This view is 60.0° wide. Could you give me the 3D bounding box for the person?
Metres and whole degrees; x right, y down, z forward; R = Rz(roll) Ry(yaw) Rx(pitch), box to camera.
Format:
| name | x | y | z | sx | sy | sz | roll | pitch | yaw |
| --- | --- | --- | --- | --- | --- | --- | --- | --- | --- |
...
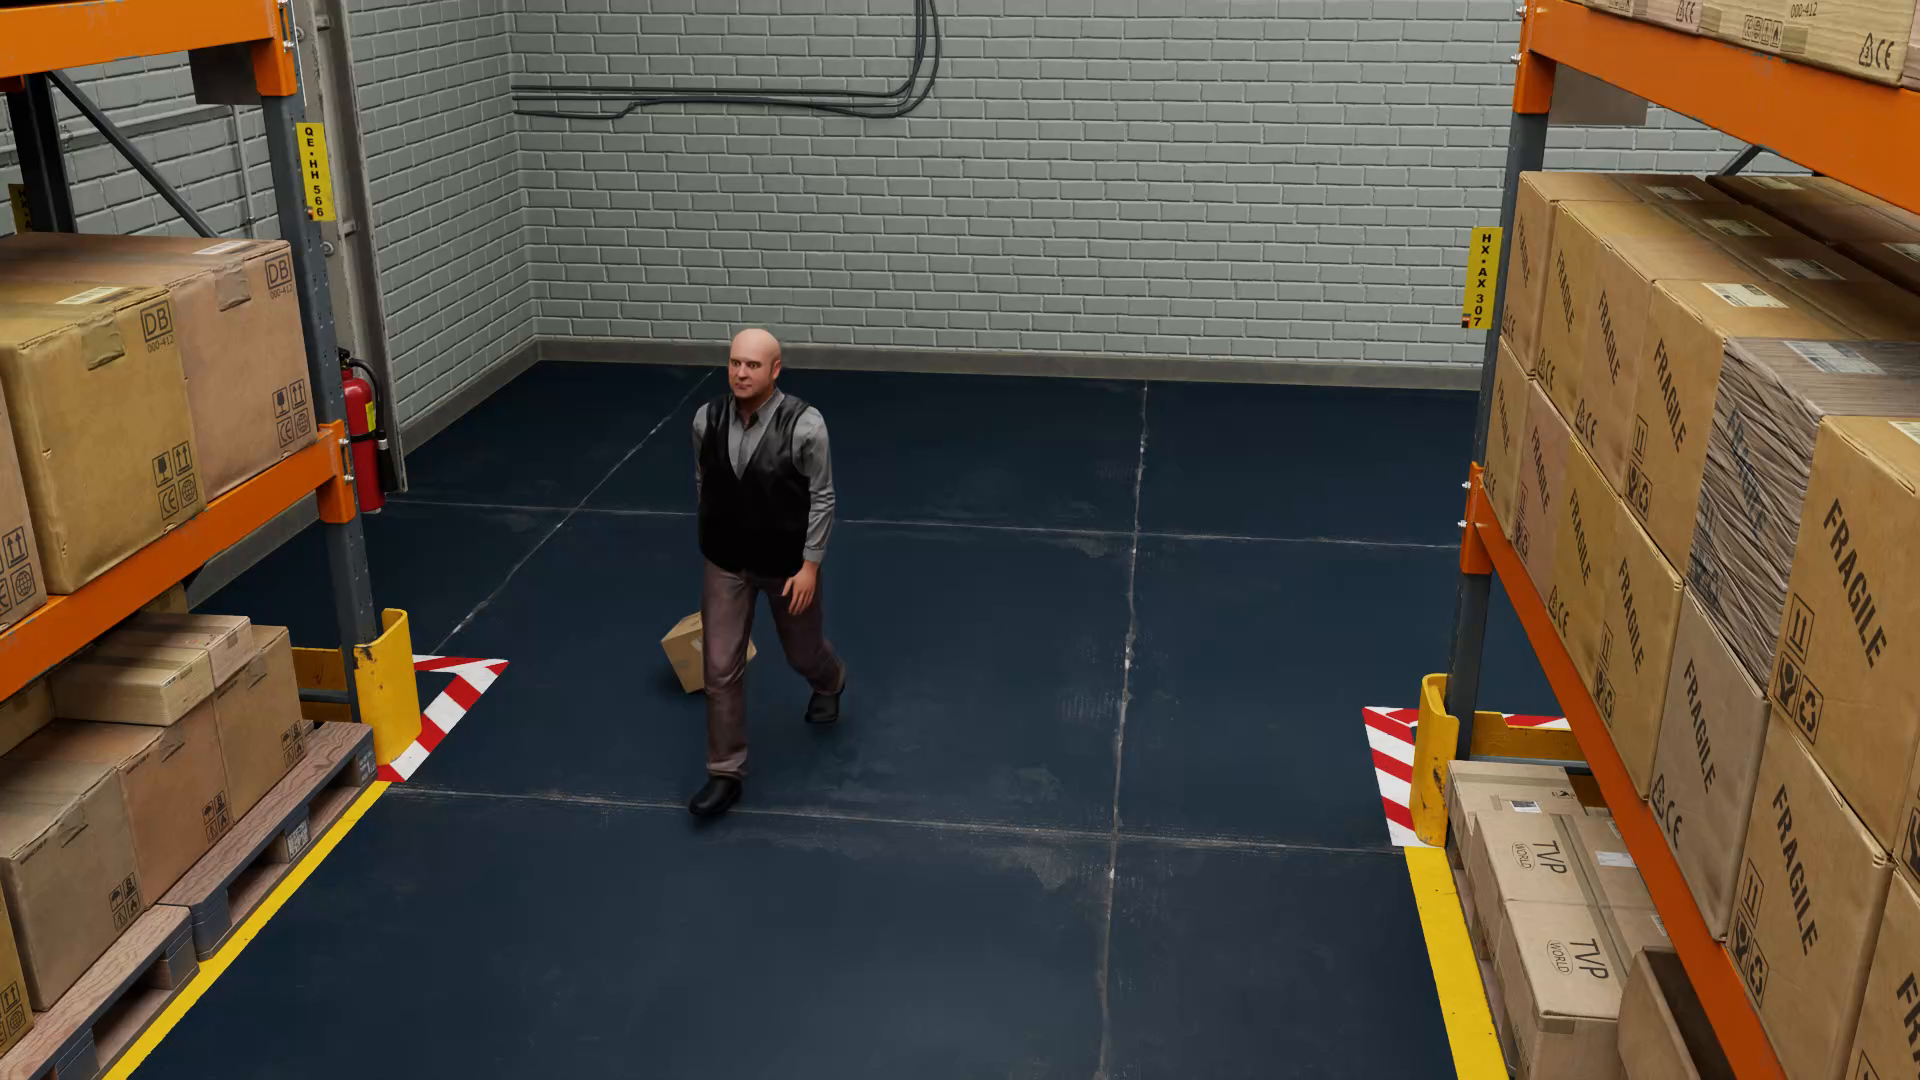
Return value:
| name | x | y | z | sx | sy | sz | roll | pitch | yaw |
| --- | --- | --- | --- | --- | --- | --- | --- | --- | --- |
| person | -0.688 | 0.065 | 5.952 | 0.537 | 1.693 | 0.968 | 4 | 21 | 11 |
